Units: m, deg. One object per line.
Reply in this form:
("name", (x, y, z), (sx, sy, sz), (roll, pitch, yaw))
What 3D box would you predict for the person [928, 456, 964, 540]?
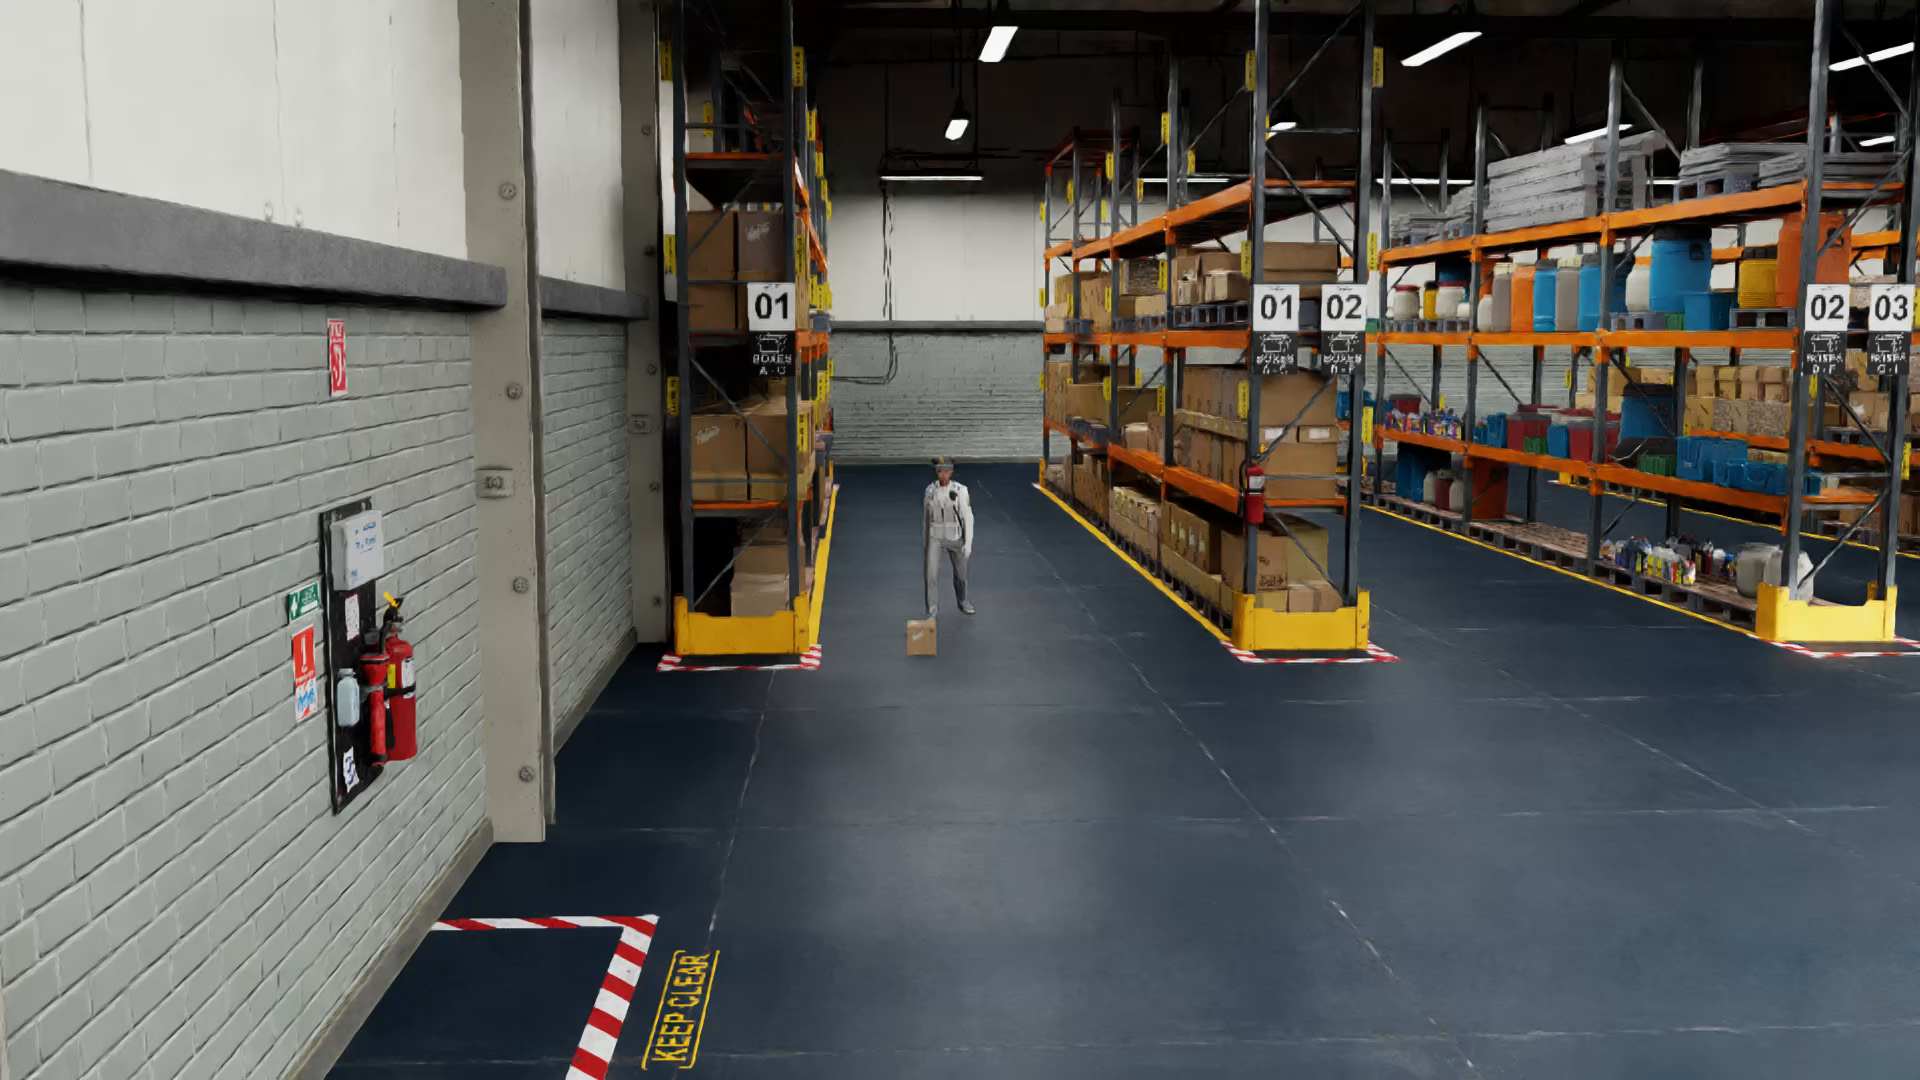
("person", (-0.124, -0.407, 15.811), (0.367, 0.814, 0.358), (1, 7, 7))
